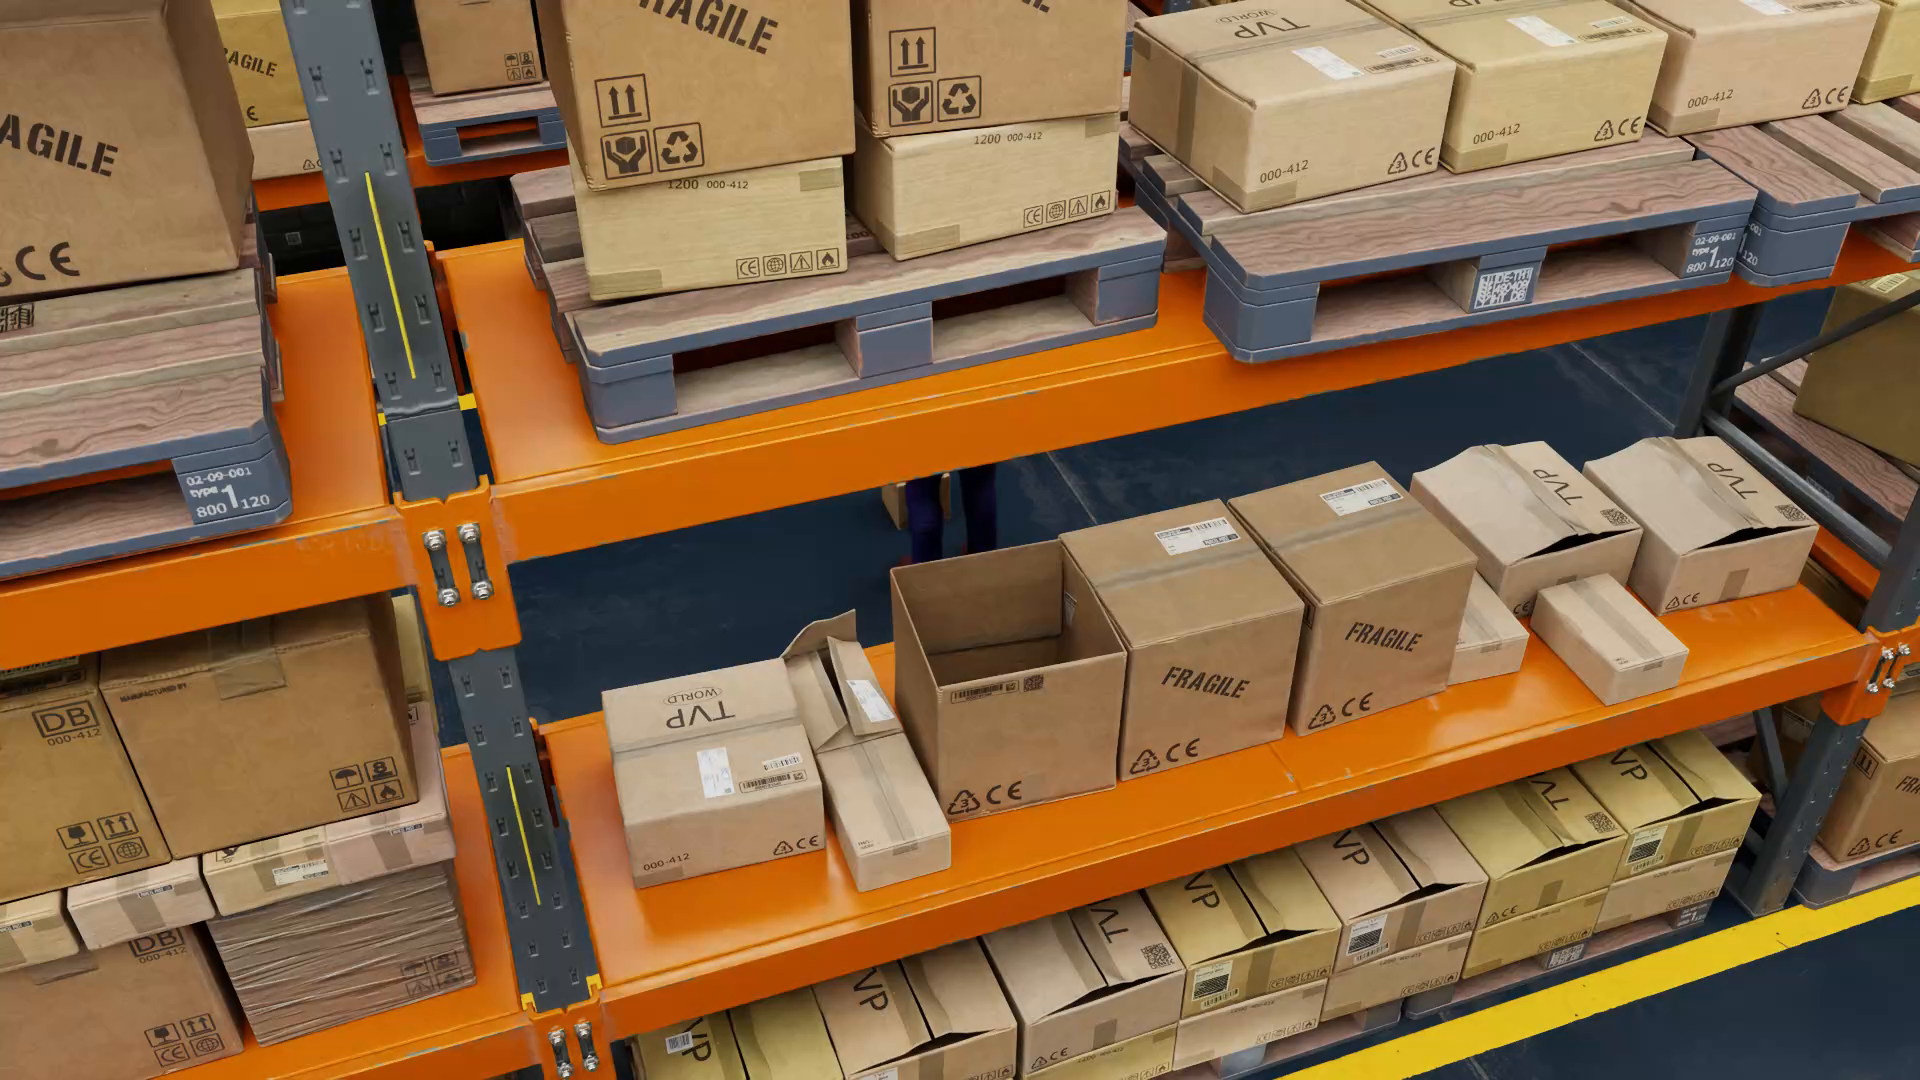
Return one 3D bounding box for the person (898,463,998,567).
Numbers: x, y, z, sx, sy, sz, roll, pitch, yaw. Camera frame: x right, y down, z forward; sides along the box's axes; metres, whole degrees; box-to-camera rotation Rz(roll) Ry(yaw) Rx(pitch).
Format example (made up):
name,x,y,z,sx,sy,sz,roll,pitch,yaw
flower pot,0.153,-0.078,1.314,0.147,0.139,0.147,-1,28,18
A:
name,x,y,z,sx,sy,sz,roll,pitch,yaw
person,-0.054,-0.509,6.823,0.469,1.653,0.330,-12,39,-15
